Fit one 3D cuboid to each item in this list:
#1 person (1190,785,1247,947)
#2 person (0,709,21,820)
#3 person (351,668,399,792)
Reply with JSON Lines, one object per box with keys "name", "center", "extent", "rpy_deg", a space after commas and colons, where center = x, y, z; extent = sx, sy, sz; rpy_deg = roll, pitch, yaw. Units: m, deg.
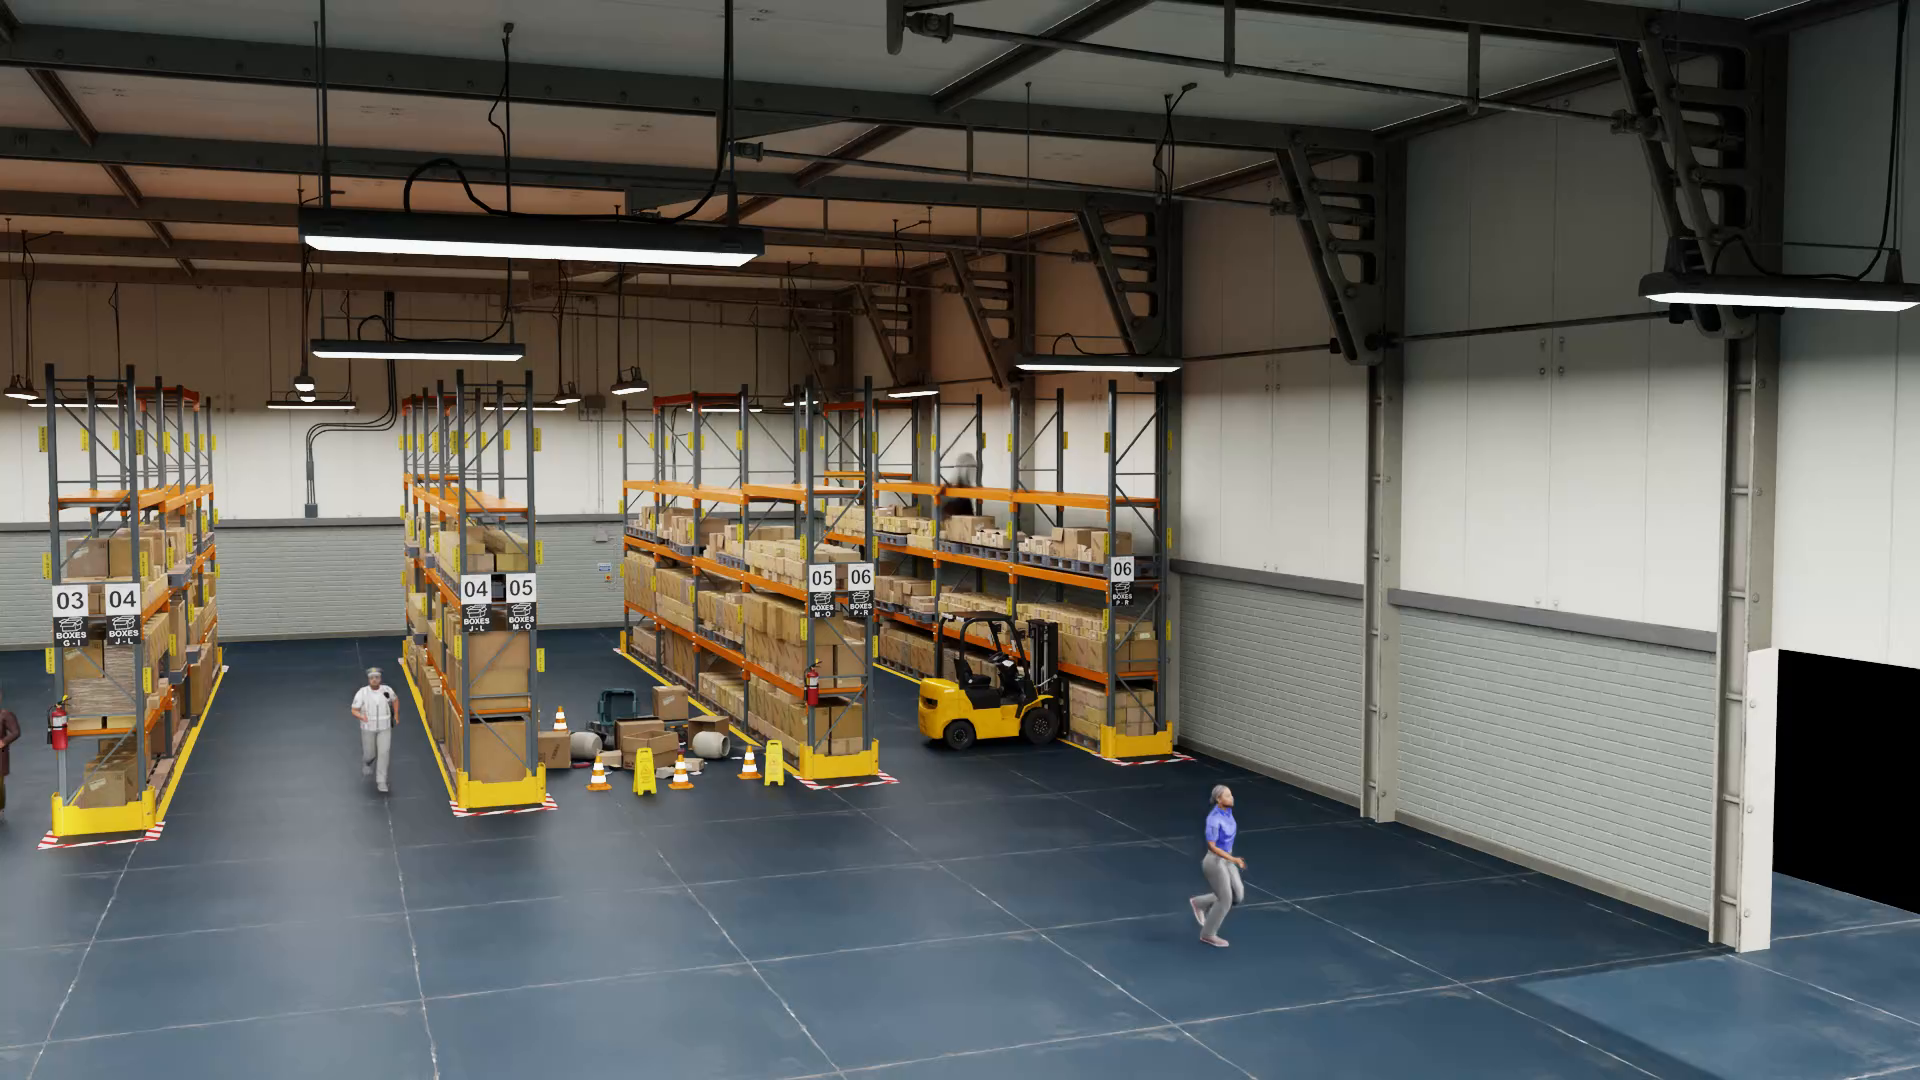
{"name": "person", "center": [2.590, 3.240, 16.599], "extent": [0.631, 1.606, 0.589], "rpy_deg": [2, 4, 27]}
{"name": "person", "center": [-12.598, 2.860, 21.638], "extent": [0.693, 1.842, 0.923], "rpy_deg": [-1, 4, -22]}
{"name": "person", "center": [-8.444, 2.713, 24.087], "extent": [0.678, 1.747, 0.992], "rpy_deg": [-2, 4, -26]}
